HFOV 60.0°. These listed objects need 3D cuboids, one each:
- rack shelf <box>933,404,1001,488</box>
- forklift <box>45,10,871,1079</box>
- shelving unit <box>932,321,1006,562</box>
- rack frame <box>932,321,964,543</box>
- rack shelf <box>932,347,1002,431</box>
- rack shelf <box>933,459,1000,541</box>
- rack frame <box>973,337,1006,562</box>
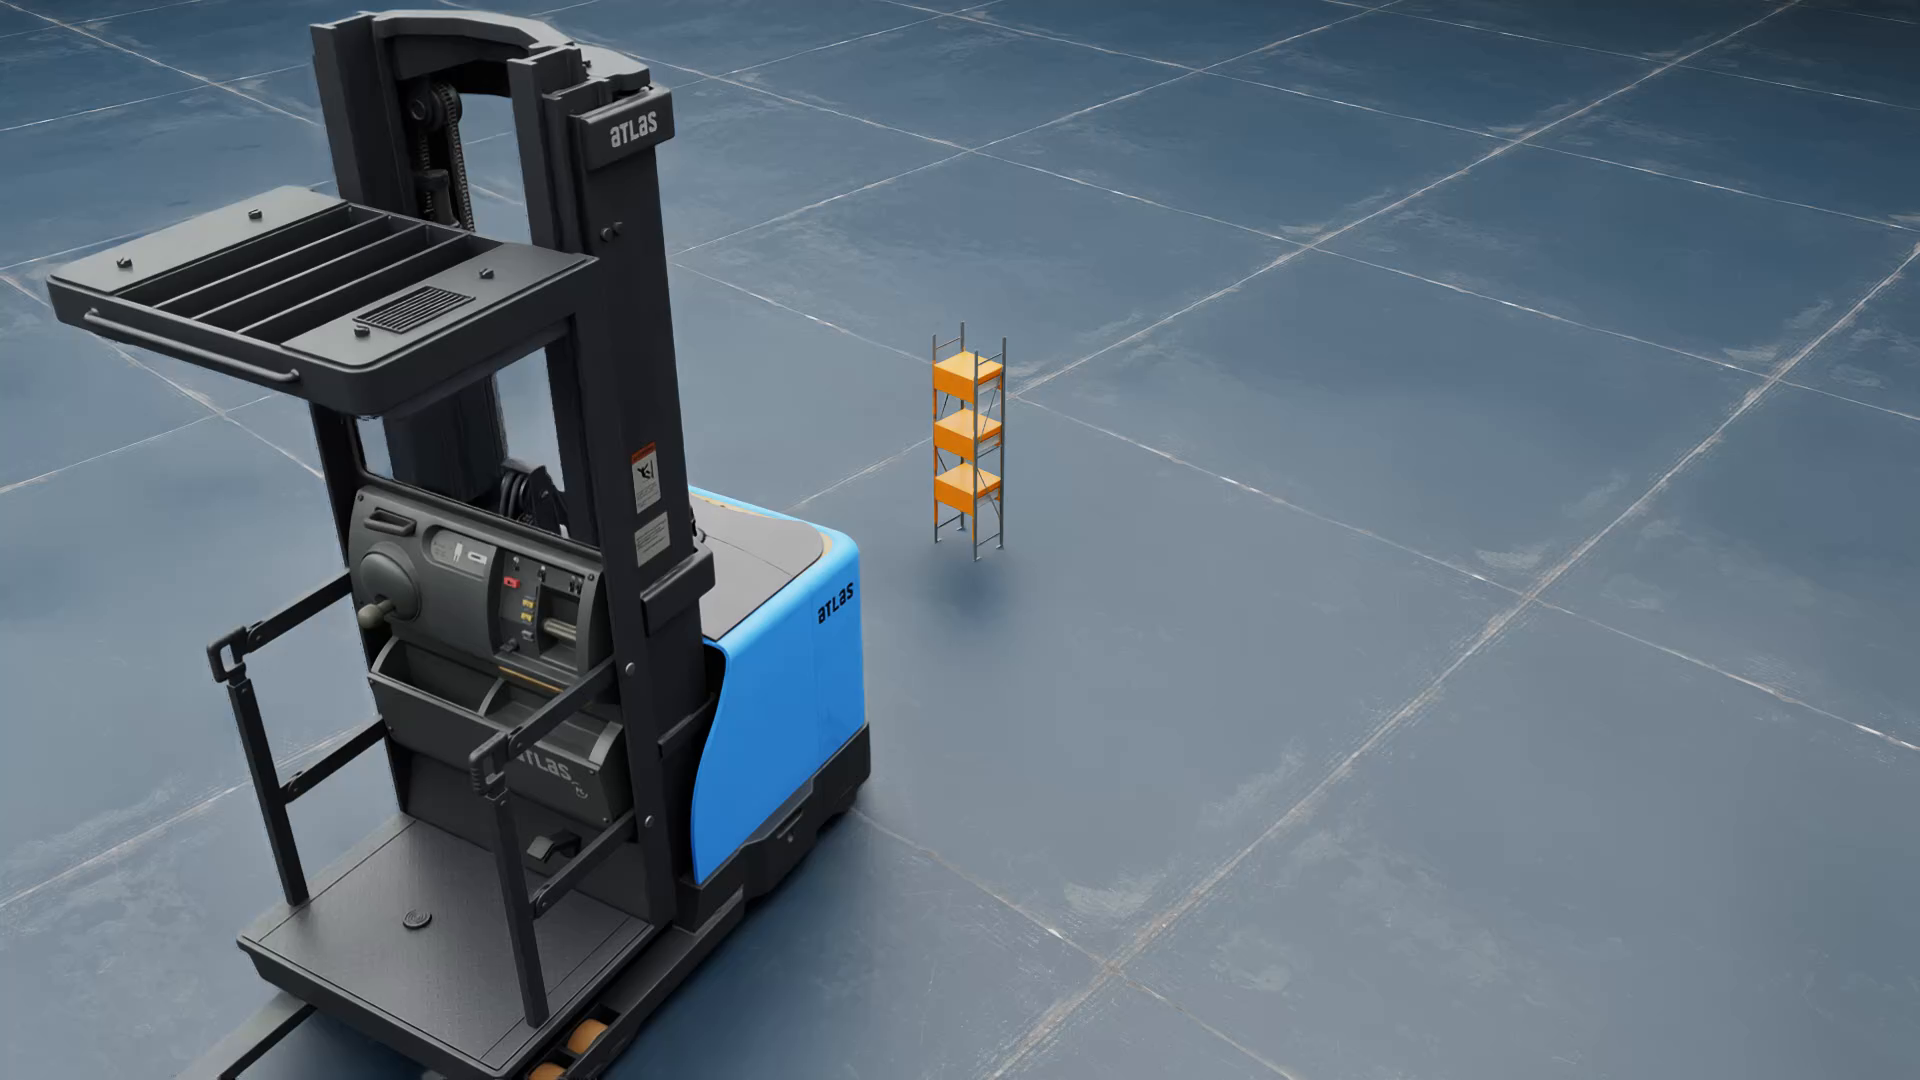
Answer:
[{"bbox_3d":[0.040,-0.422,7.454,0.240,0.259,0.215,25,39,35],"label":"rack shelf"},{"bbox_3d":[-1.503,0.185,4.601,1.130,2.935,3.031,17,35,25],"label":"forklift"},{"bbox_3d":[0.040,-0.431,7.448,0.252,1.050,0.215,25,39,35],"label":"shelving unit"},{"bbox_3d":[-0.051,-0.473,7.519,0.008,1.050,0.200,25,39,35],"label":"rack frame"},{"bbox_3d":[0.040,-0.665,7.308,0.240,0.259,0.215,25,39,35],"label":"rack shelf"},{"bbox_3d":[0.040,-0.184,7.597,0.240,0.259,0.215,25,39,35],"label":"rack shelf"},{"bbox_3d":[0.130,-0.389,7.378,0.008,1.050,0.200,25,39,35],"label":"rack frame"}]
